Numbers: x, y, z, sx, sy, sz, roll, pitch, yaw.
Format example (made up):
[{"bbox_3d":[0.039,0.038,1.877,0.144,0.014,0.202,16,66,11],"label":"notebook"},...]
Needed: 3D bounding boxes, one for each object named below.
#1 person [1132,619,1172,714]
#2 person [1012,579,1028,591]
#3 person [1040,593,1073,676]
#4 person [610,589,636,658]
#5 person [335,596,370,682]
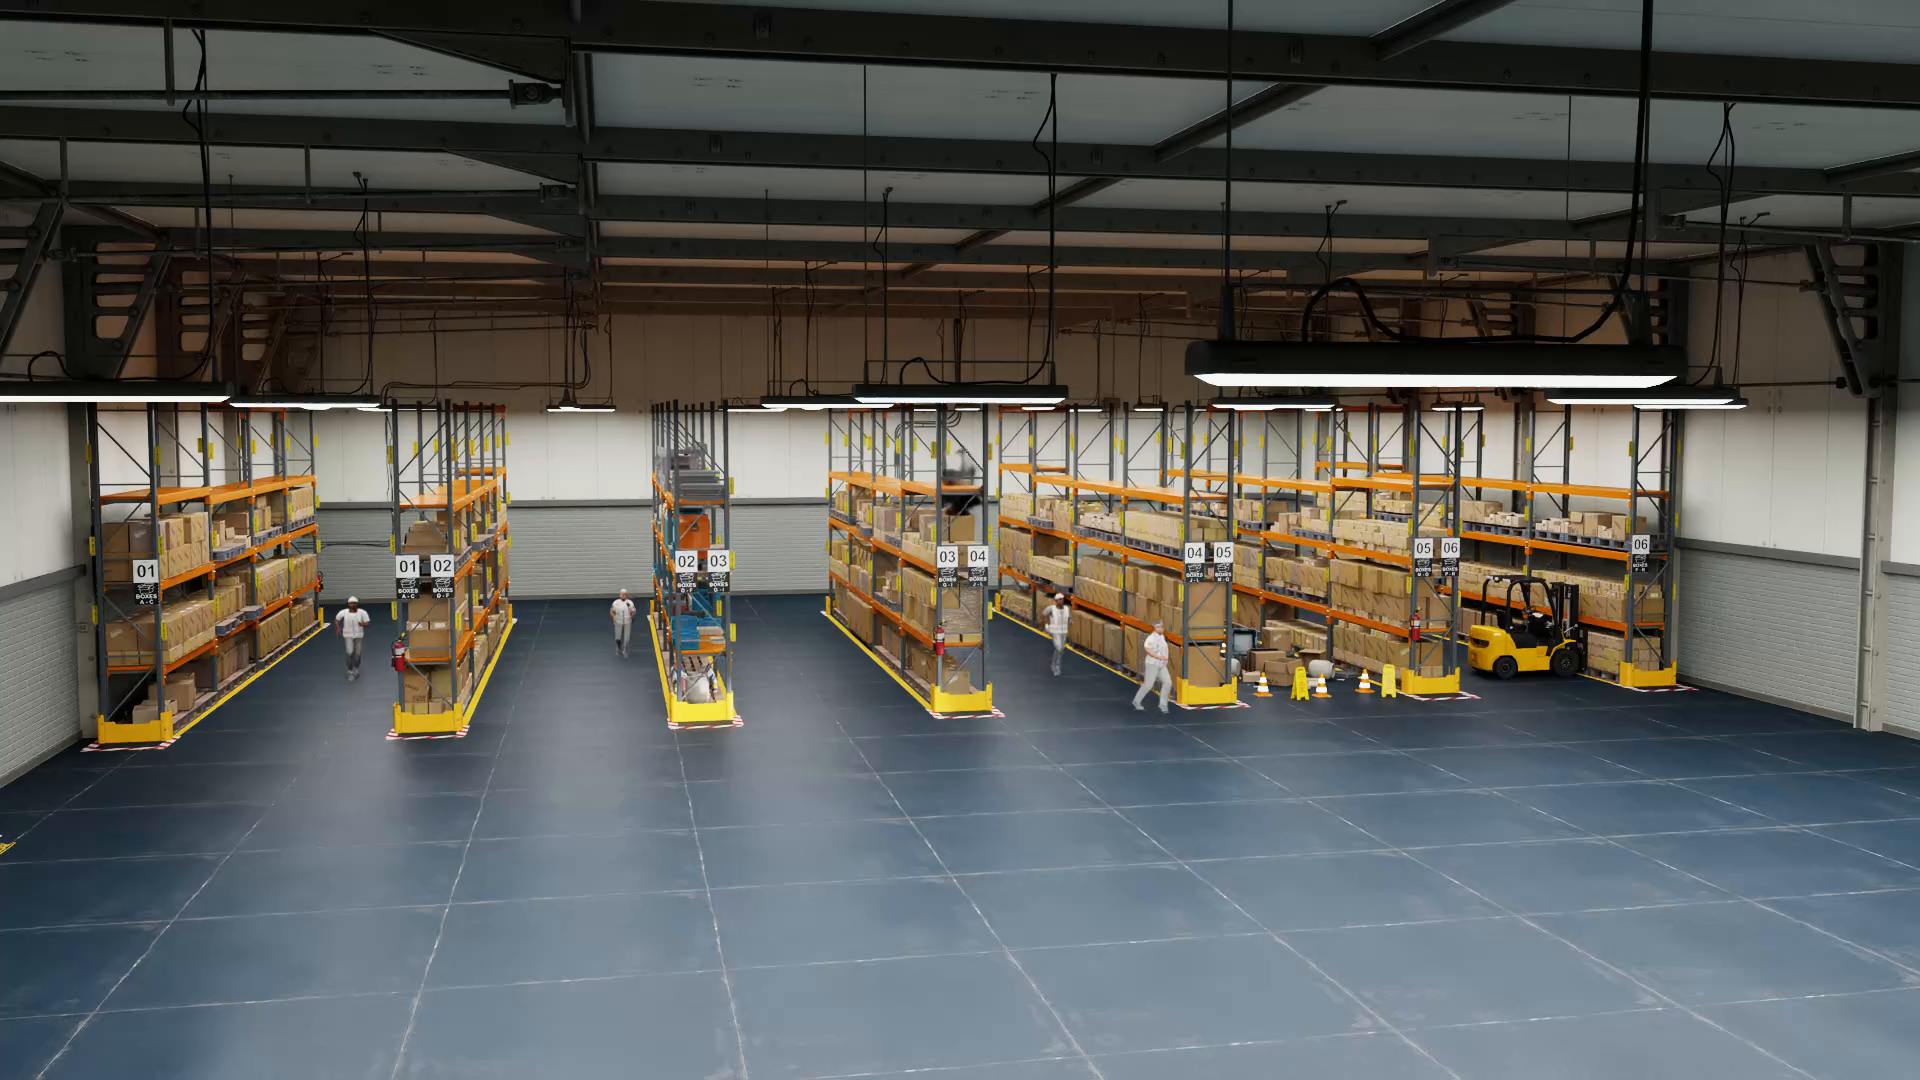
[{"bbox_3d":[3.786,2.437,32.111,0.796,1.819,0.711,4,6,42],"label":"person"},{"bbox_3d":[1.865,1.083,49.924,0.713,1.720,0.689,1,5,19],"label":"person"},{"bbox_3d":[2.184,2.083,36.623,0.654,1.830,0.757,-2,5,-28],"label":"person"},{"bbox_3d":[-7.896,1.971,39.015,0.599,1.621,0.557,-1,4,-12],"label":"person"},{"bbox_3d":[-13.118,2.130,35.964,0.673,1.831,0.781,-2,5,-28],"label":"person"}]
